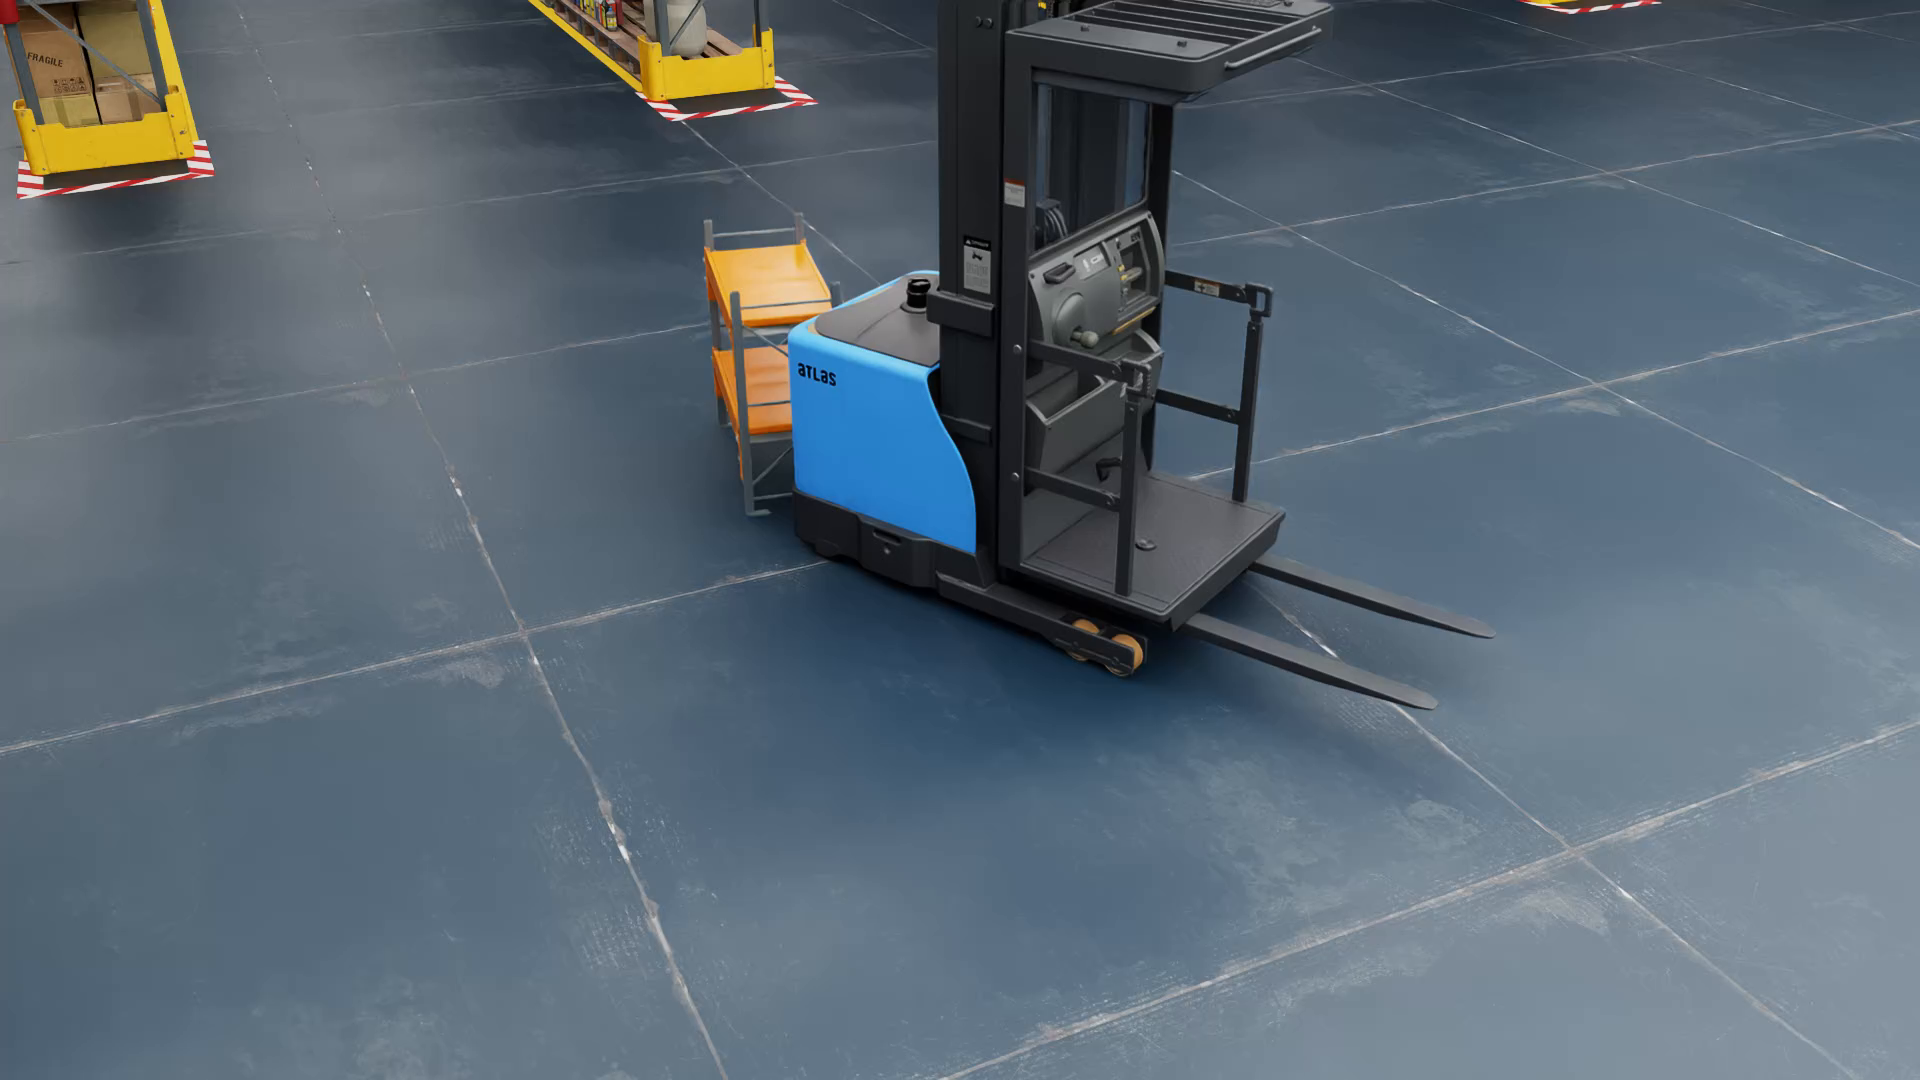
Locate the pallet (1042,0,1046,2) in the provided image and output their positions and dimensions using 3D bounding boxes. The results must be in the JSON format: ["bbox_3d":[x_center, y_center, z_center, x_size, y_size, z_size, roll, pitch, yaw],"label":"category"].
[{"bbox_3d":[1.424,-6.101,18.414,1.003,0.211,1.213,-13,32,-22],"label":"pallet"}]

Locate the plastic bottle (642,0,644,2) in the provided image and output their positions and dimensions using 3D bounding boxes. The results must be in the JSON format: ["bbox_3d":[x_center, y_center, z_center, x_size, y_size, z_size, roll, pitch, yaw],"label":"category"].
[{"bbox_3d":[-3.221,-5.629,17.048,0.061,0.283,0.133,-13,32,-22],"label":"plastic bottle"}]

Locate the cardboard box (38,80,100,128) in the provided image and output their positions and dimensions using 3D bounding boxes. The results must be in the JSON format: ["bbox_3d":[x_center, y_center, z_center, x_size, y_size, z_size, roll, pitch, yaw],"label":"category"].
[{"bbox_3d":[-7.153,-3.459,13.234,0.500,0.250,0.500,-13,32,-22],"label":"cardboard box"}]

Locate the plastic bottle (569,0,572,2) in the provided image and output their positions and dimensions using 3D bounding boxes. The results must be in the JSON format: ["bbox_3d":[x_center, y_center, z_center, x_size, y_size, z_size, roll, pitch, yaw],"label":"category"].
[{"bbox_3d":[-3.993,-5.740,17.254,0.152,0.276,0.135,-12,31,-20],"label":"plastic bottle"}]

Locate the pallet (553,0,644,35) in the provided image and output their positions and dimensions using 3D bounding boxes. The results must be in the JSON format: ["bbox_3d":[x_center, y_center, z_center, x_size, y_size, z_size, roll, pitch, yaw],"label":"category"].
[{"bbox_3d":[-3.647,-5.584,17.492,1.003,0.211,1.213,-13,32,-22],"label":"pallet"}]

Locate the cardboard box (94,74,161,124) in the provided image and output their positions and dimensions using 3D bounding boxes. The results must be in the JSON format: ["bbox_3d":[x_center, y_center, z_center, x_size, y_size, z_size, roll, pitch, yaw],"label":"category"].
[{"bbox_3d":[-6.685,-3.568,13.428,0.500,0.250,0.500,-13,32,-22],"label":"cardboard box"}]

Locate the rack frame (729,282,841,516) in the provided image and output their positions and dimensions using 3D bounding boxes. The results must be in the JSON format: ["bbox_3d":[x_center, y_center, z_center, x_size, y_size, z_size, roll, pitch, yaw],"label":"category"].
[{"bbox_3d":[-0.785,-0.644,7.748,0.500,1.125,0.032,-7,30,-12],"label":"rack frame"}]

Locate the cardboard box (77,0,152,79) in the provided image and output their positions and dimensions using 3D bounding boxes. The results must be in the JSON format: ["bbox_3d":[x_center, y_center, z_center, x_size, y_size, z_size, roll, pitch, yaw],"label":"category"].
[{"bbox_3d":[-6.901,-4.115,13.638,0.500,0.500,0.500,-13,32,-22],"label":"cardboard box"}]

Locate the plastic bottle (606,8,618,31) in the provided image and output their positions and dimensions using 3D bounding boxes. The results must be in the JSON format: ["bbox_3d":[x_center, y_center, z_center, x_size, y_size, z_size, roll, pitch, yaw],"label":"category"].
[{"bbox_3d":[-3.365,-5.029,16.064,0.097,0.201,0.097,0,29,0],"label":"plastic bottle"}]

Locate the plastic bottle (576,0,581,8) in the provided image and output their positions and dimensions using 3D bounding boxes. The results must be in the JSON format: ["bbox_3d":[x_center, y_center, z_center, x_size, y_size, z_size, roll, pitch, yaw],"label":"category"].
[{"bbox_3d":[-3.845,-5.615,16.955,0.144,0.351,0.185,-15,32,-24],"label":"plastic bottle"}]

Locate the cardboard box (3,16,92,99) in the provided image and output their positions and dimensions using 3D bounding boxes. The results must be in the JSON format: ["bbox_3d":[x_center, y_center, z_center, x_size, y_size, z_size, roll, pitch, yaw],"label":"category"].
[{"bbox_3d":[-7.155,-3.786,13.050,0.500,0.500,0.500,-13,32,-22],"label":"cardboard box"}]

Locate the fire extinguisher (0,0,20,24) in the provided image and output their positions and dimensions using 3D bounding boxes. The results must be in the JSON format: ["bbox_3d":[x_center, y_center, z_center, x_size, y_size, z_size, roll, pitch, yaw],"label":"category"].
[{"bbox_3d":[-7.025,-4.117,12.104,0.296,0.674,0.183,-13,32,-22],"label":"fire extinguisher"}]

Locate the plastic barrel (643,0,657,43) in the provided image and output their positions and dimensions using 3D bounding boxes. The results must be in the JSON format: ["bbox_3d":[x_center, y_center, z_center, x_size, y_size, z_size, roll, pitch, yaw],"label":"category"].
[{"bbox_3d":[-2.747,-4.933,15.595,0.421,0.512,0.421,0,29,0],"label":"plastic barrel"}]

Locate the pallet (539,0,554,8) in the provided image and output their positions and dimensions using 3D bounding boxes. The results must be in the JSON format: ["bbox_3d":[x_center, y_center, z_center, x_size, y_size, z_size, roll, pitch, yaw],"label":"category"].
[{"bbox_3d":[-4.270,-6.228,18.641,1.003,0.211,1.213,-13,32,-22],"label":"pallet"}]

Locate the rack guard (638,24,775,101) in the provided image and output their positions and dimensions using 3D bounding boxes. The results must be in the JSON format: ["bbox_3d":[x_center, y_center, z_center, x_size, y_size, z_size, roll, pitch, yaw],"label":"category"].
[{"bbox_3d":[-2.256,-4.272,14.858,1.175,0.500,0.348,-13,32,-22],"label":"rack guard"}]

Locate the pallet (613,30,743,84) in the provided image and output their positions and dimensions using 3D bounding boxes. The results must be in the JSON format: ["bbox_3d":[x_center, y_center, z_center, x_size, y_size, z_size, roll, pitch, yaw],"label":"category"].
[{"bbox_3d":[-2.600,-4.506,15.570,1.003,0.211,1.213,-13,32,-22],"label":"pallet"}]

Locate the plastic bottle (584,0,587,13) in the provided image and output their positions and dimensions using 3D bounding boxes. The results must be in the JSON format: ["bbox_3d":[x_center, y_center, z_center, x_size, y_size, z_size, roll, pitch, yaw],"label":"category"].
[{"bbox_3d":[-3.745,-5.420,16.760,0.097,0.201,0.097,0,29,0],"label":"plastic bottle"}]

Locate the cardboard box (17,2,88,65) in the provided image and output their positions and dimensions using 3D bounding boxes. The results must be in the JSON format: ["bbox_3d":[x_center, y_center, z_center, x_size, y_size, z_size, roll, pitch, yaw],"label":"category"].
[{"bbox_3d":[-7.597,-4.224,13.832,0.500,0.500,0.500,-13,32,-22],"label":"cardboard box"}]

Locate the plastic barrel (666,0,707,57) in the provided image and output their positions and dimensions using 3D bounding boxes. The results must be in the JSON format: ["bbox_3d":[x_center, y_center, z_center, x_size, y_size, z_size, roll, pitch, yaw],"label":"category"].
[{"bbox_3d":[-2.532,-4.712,15.200,0.421,0.512,0.421,0,29,0],"label":"plastic barrel"}]

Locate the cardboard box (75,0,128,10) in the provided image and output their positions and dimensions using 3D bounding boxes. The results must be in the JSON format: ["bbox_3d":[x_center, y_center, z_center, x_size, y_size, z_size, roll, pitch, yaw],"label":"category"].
[{"bbox_3d":[-7.128,-4.334,14.027,0.500,0.500,0.500,-13,32,-22],"label":"cardboard box"}]

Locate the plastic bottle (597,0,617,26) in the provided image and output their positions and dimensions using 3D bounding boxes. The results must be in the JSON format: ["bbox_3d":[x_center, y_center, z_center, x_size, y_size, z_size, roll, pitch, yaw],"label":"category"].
[{"bbox_3d":[-3.448,-5.179,16.254,0.152,0.276,0.135,-13,32,-22],"label":"plastic bottle"}]

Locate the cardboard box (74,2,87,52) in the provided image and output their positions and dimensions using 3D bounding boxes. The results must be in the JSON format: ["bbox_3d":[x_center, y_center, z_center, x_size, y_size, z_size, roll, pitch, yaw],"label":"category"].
[{"bbox_3d":[-7.811,-4.446,14.226,0.500,0.500,0.500,-13,32,-22],"label":"cardboard box"}]

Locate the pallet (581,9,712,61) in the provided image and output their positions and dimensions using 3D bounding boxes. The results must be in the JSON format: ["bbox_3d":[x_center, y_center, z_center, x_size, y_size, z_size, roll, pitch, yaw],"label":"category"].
[{"bbox_3d":[-3.119,-5.044,16.530,1.003,0.211,1.213,-13,32,-22],"label":"pallet"}]

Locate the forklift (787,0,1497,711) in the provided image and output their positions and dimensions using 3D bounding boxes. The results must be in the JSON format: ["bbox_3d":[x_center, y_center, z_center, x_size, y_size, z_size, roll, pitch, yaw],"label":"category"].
[{"bbox_3d":[0.726,-1.021,6.574,3.031,2.935,1.130,20,35,31],"label":"forklift"}]

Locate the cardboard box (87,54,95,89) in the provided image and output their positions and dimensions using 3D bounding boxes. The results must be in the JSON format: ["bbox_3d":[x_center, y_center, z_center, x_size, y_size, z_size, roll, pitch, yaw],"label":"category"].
[{"bbox_3d":[-7.595,-3.898,14.016,0.500,0.250,0.500,-13,32,-22],"label":"cardboard box"}]

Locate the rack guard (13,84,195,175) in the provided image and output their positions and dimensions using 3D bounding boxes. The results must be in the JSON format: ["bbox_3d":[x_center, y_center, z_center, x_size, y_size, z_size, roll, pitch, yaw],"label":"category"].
[{"bbox_3d":[-6.645,-3.200,12.945,1.175,0.500,0.348,-13,32,-22],"label":"rack guard"}]

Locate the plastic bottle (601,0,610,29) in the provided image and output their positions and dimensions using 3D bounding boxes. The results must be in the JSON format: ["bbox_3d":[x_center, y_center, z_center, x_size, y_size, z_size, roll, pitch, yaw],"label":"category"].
[{"bbox_3d":[-3.432,-5.113,16.129,0.061,0.283,0.133,-12,32,-21],"label":"plastic bottle"}]

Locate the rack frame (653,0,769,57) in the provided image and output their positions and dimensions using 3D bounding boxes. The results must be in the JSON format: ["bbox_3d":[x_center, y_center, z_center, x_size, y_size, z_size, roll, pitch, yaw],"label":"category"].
[{"bbox_3d":[-2.181,-5.339,14.204,1.000,3.000,0.127,-13,32,-22],"label":"rack frame"}]

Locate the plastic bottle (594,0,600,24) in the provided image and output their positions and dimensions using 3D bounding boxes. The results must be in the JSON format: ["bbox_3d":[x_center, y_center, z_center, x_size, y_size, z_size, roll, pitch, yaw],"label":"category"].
[{"bbox_3d":[-3.508,-5.240,16.363,0.152,0.276,0.135,-14,32,-23],"label":"plastic bottle"}]

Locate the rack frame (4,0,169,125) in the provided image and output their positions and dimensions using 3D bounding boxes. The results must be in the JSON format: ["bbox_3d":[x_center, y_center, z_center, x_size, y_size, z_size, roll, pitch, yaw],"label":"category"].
[{"bbox_3d":[-6.656,-4.300,12.352,1.000,3.000,0.127,-13,32,-22],"label":"rack frame"}]

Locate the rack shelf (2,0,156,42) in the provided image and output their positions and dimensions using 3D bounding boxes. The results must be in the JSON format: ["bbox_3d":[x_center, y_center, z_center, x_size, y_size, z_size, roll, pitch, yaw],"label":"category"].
[{"bbox_3d":[-7.514,-4.870,14.104,1.077,0.370,4.000,-13,32,-22],"label":"rack shelf"}]

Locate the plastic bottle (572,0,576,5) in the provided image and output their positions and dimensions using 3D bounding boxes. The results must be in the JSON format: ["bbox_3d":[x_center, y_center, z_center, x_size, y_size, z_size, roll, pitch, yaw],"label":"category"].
[{"bbox_3d":[-3.926,-5.699,17.104,0.144,0.351,0.185,-12,32,-21],"label":"plastic bottle"}]

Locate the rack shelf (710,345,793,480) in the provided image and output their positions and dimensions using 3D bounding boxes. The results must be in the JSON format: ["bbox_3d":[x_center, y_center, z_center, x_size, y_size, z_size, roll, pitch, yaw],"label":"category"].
[{"bbox_3d":[-0.911,-0.672,8.298,0.538,0.278,1.000,-7,30,-12],"label":"rack shelf"}]

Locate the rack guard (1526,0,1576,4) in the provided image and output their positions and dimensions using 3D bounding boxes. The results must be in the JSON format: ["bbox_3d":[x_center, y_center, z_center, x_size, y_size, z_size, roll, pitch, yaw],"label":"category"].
[{"bbox_3d":[6.826,-6.275,18.429,1.175,0.500,0.348,-13,32,-22],"label":"rack guard"}]

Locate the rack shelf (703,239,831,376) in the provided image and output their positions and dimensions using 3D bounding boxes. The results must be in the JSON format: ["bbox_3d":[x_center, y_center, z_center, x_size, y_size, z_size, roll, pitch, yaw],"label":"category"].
[{"bbox_3d":[-0.911,-1.140,8.035,0.538,0.278,1.000,-7,30,-12],"label":"rack shelf"}]

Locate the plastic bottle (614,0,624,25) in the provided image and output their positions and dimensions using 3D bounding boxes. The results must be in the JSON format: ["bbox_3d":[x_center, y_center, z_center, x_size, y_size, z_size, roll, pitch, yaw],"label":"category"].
[{"bbox_3d":[-3.352,-5.205,16.293,0.061,0.283,0.133,-13,32,-22],"label":"plastic bottle"}]

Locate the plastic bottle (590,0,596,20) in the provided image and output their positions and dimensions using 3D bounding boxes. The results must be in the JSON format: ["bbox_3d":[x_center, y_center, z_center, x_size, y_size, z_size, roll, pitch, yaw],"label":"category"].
[{"bbox_3d":[-3.583,-5.345,16.474,0.144,0.351,0.185,-12,31,-20],"label":"plastic bottle"}]

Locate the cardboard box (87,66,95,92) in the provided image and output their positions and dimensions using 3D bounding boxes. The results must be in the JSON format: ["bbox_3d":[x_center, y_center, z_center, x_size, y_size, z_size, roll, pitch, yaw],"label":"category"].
[{"bbox_3d":[-7.378,-3.677,13.623,0.500,0.250,0.500,-13,32,-22],"label":"cardboard box"}]

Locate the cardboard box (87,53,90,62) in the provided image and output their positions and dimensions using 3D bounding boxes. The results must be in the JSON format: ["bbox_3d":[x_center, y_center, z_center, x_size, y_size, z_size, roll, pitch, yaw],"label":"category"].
[{"bbox_3d":[-7.808,-4.119,14.411,0.500,0.250,0.500,-13,32,-22],"label":"cardboard box"}]

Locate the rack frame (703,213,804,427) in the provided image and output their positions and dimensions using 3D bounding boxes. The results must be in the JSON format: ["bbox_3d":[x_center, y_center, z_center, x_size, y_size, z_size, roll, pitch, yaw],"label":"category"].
[{"bbox_3d":[-1.036,-1.126,8.608,0.500,1.125,0.032,-7,30,-12],"label":"rack frame"}]

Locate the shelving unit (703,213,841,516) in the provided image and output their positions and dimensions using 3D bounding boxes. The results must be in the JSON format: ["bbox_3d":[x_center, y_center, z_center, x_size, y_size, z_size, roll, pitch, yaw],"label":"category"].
[{"bbox_3d":[-0.911,-0.885,8.178,0.538,1.125,1.048,-7,30,-12],"label":"shelving unit"}]

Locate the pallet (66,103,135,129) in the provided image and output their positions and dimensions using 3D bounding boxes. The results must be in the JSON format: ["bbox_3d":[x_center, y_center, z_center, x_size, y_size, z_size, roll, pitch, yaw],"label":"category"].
[{"bbox_3d":[-7.022,-3.413,13.621,1.003,0.211,1.213,-13,32,-22],"label":"pallet"}]

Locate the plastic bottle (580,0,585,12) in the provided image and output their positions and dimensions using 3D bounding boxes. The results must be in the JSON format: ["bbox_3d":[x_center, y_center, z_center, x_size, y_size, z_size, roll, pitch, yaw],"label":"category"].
[{"bbox_3d":[-3.812,-5.504,16.826,0.061,0.283,0.133,-12,31,-20],"label":"plastic bottle"}]

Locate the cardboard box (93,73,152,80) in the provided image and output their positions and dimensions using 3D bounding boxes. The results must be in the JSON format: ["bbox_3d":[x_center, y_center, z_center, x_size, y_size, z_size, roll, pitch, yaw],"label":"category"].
[{"bbox_3d":[-6.903,-3.788,13.820,0.500,0.250,0.500,-13,32,-22],"label":"cardboard box"}]

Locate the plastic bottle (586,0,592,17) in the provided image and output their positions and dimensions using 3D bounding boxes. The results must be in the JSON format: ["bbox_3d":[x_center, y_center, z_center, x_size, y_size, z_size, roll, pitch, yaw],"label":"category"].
[{"bbox_3d":[-3.662,-5.427,16.621,0.144,0.351,0.185,-13,32,-22],"label":"plastic bottle"}]
